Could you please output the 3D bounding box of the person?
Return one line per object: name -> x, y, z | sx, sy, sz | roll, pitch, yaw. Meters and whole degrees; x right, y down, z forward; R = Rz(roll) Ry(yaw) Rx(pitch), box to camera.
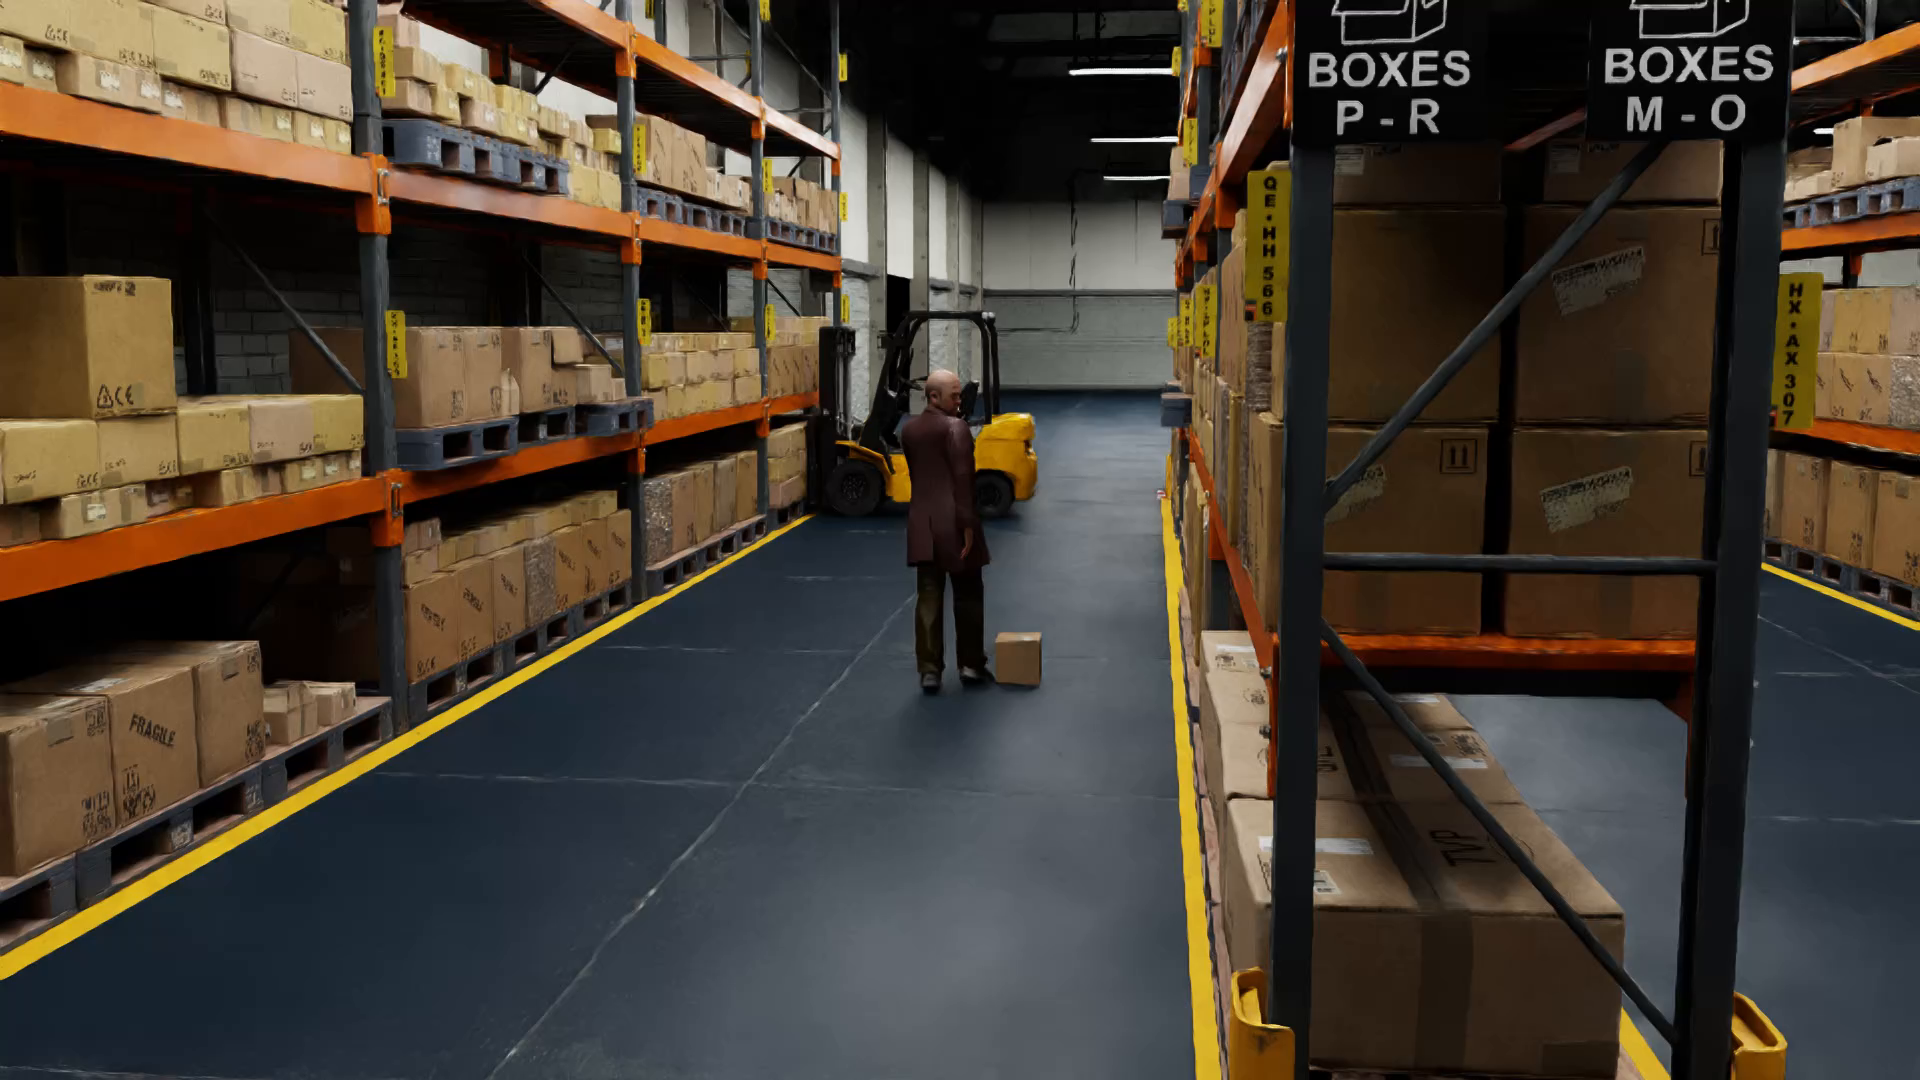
person -> -0.082, 0.043, 9.384 | 0.569, 1.629, 0.698 | 4, 9, 29
